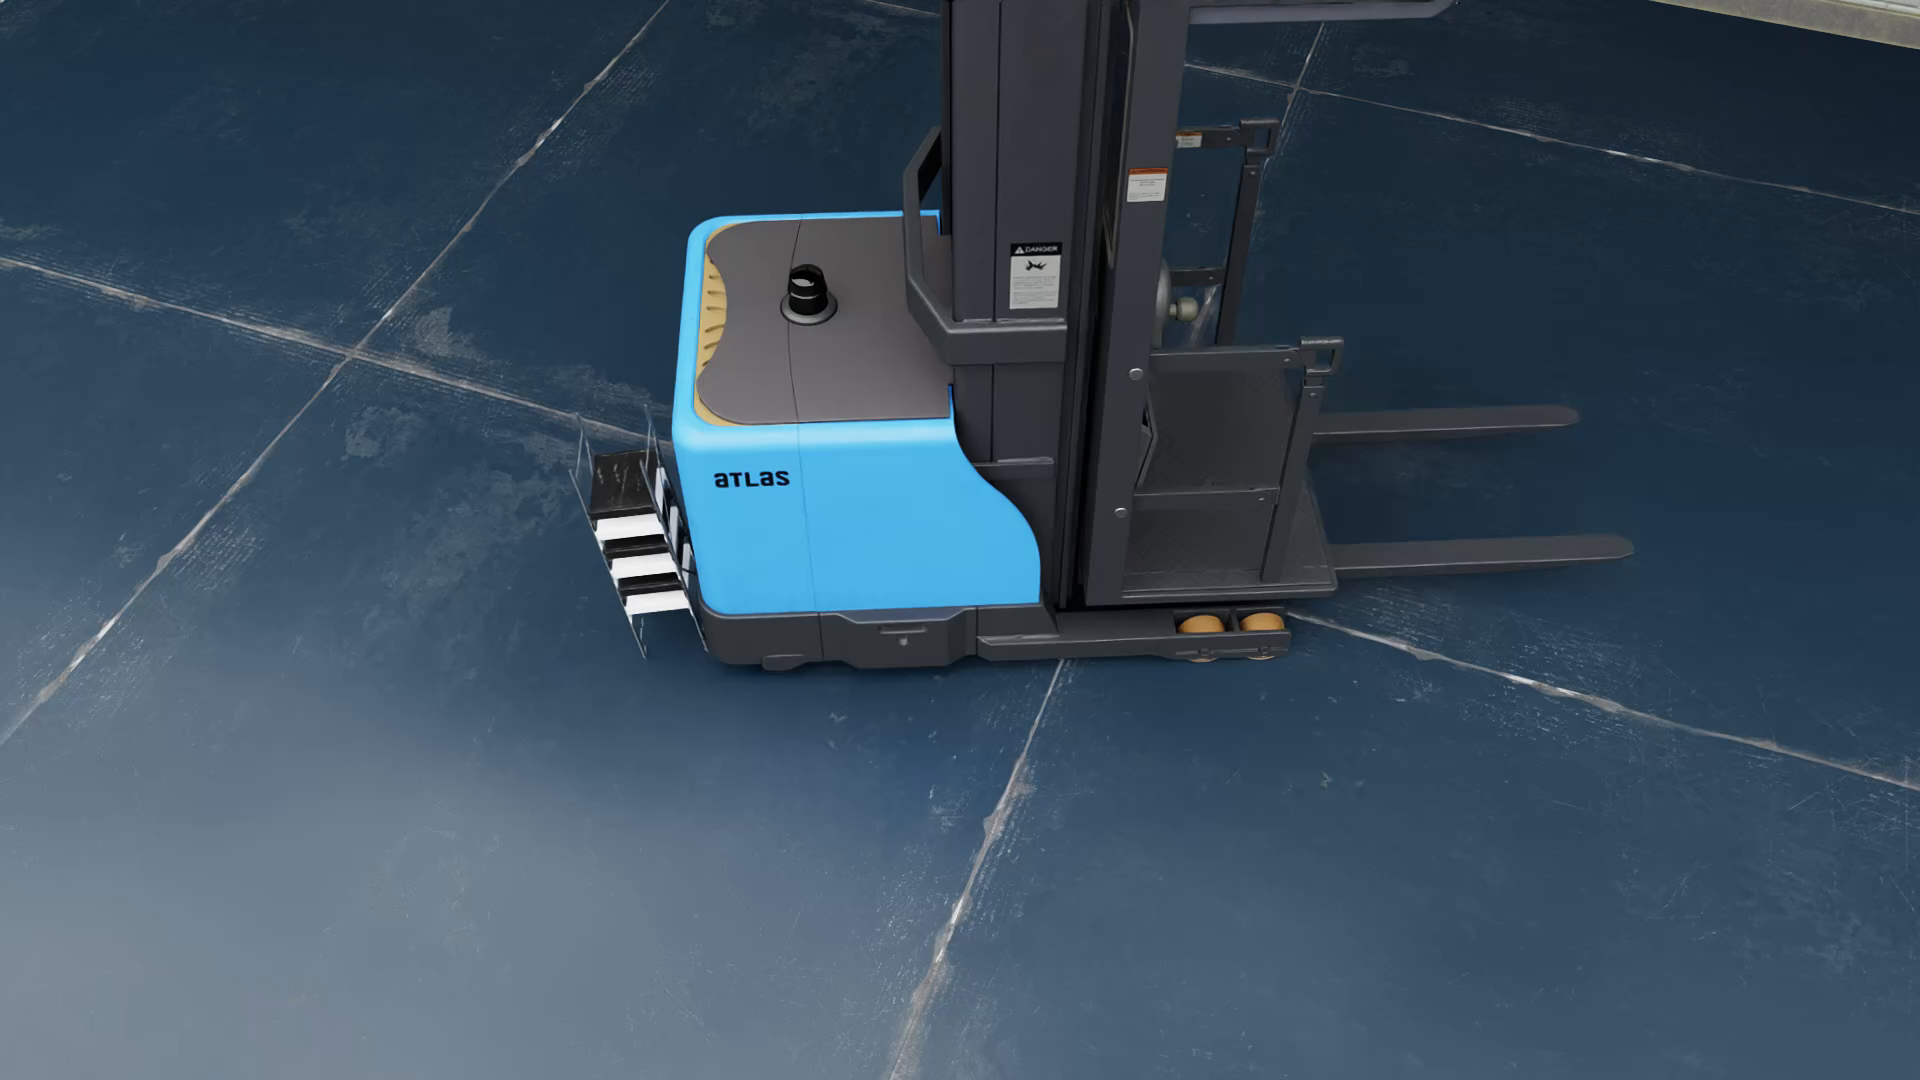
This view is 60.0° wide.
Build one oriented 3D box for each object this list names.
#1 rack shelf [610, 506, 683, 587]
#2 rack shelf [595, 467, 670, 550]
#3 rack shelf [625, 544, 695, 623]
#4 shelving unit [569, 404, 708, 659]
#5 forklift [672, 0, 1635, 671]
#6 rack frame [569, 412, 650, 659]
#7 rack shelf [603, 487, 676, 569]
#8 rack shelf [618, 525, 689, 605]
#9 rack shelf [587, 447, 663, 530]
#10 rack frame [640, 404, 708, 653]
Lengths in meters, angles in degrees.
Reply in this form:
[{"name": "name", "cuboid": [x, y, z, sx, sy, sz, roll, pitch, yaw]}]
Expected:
[{"name": "rack shelf", "cuboid": [-0.971, 0.017, 5.173, 0.200, 0.077, 0.258, -6, 49, 2]}, {"name": "rack shelf", "cuboid": [-0.988, -0.100, 5.037, 0.200, 0.077, 0.258, -6, 49, 2]}, {"name": "rack shelf", "cuboid": [-0.954, 0.133, 5.309, 0.200, 0.077, 0.258, -6, 49, 2]}, {"name": "shelving unit", "cuboid": [-0.974, -0.005, 5.148, 0.210, 0.900, 0.258, -6, 49, 2]}, {"name": "forklift", "cuboid": [0.672, -0.964, 4.646, 3.031, 2.935, 1.130, -2, 49, -2]}, {"name": "rack frame", "cuboid": [-1.075, 0.006, 5.151, 0.006, 0.900, 0.240, -6, 49, 2]}, {"name": "rack shelf", "cuboid": [-0.979, -0.041, 5.105, 0.200, 0.077, 0.258, -6, 49, 2]}, {"name": "rack shelf", "cuboid": [-0.963, 0.075, 5.241, 0.200, 0.077, 0.258, -6, 49, 2]}, {"name": "rack shelf", "cuboid": [-0.996, -0.158, 4.969, 0.200, 0.077, 0.258, -6, 49, 2]}, {"name": "rack frame", "cuboid": [-0.873, -0.016, 5.145, 0.006, 0.900, 0.240, -6, 49, 2]}]
